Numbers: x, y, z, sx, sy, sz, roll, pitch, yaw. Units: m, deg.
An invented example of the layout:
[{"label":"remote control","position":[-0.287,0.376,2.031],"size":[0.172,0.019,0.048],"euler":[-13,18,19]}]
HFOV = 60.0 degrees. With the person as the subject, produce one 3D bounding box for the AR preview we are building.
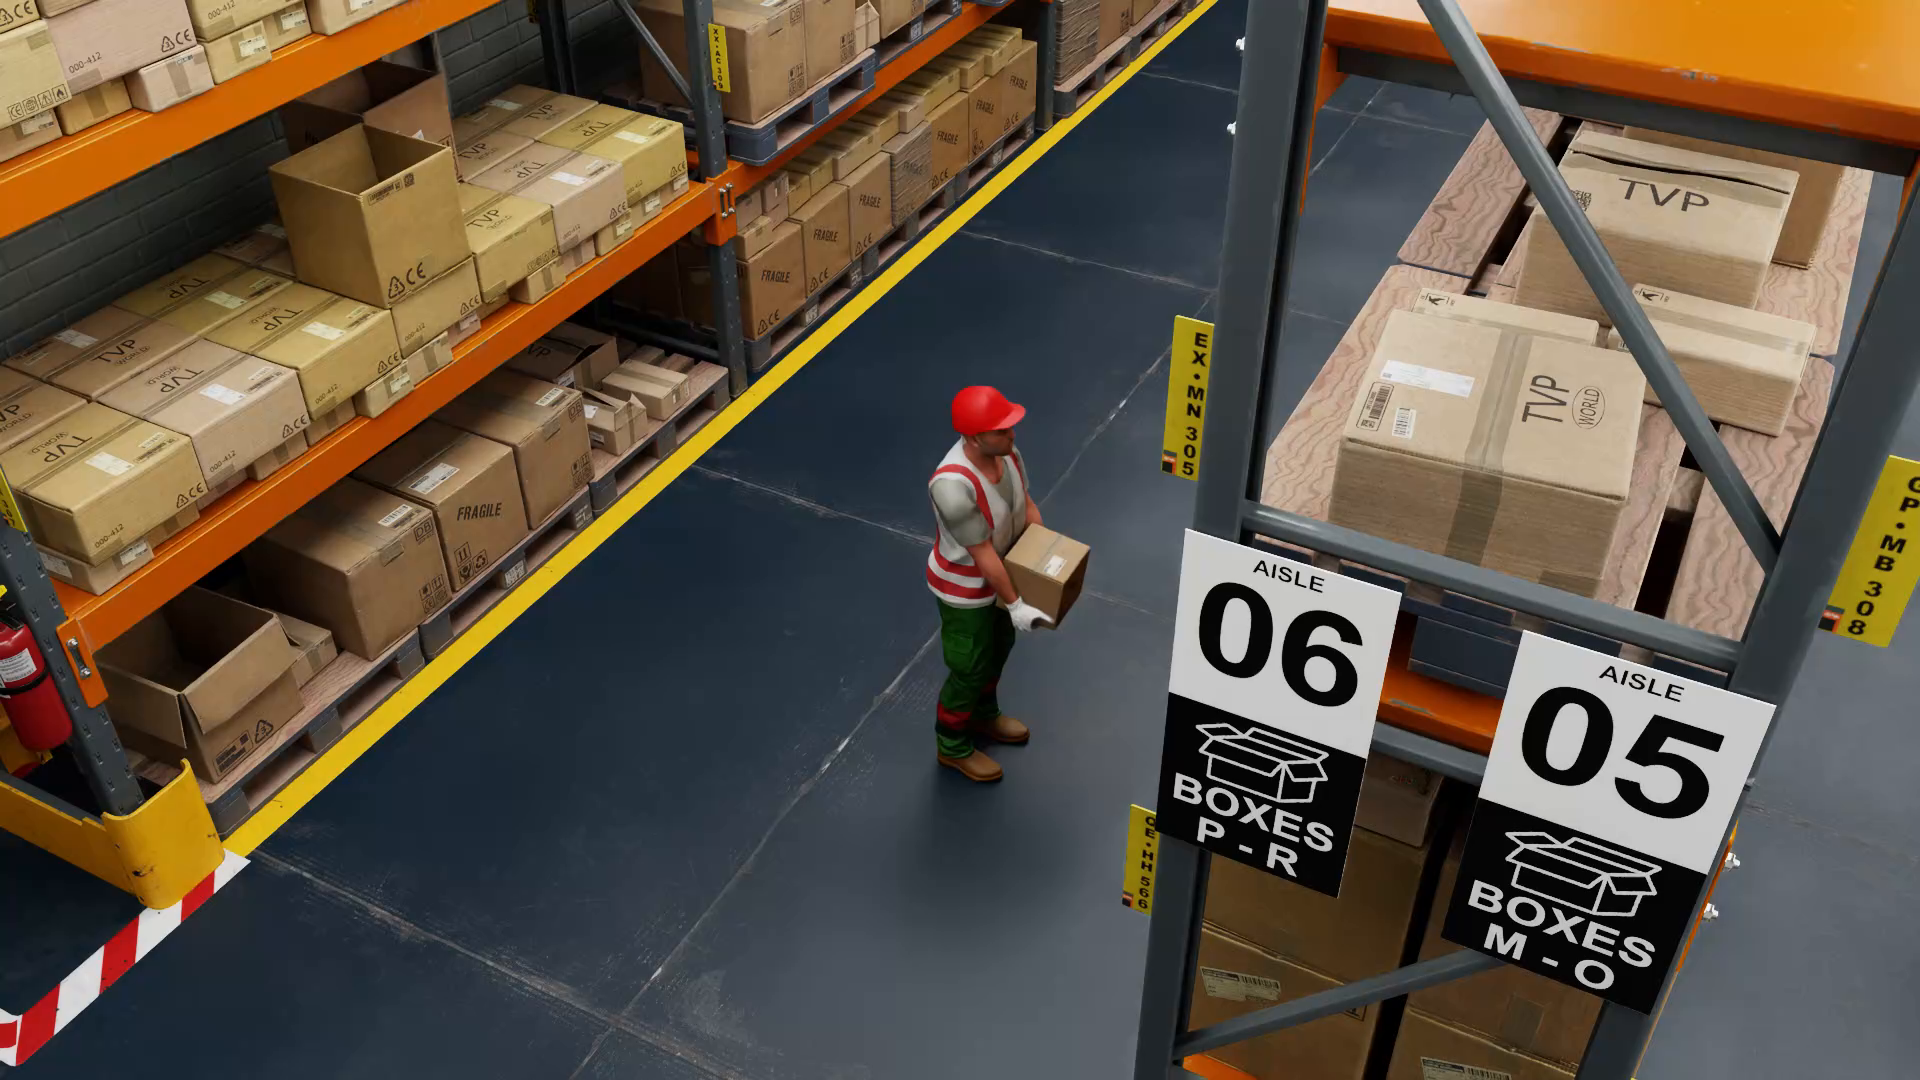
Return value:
[{"label":"person","position":[0.093,0.168,6.521],"size":[0.453,1.777,0.604],"euler":[16,40,20]}]
